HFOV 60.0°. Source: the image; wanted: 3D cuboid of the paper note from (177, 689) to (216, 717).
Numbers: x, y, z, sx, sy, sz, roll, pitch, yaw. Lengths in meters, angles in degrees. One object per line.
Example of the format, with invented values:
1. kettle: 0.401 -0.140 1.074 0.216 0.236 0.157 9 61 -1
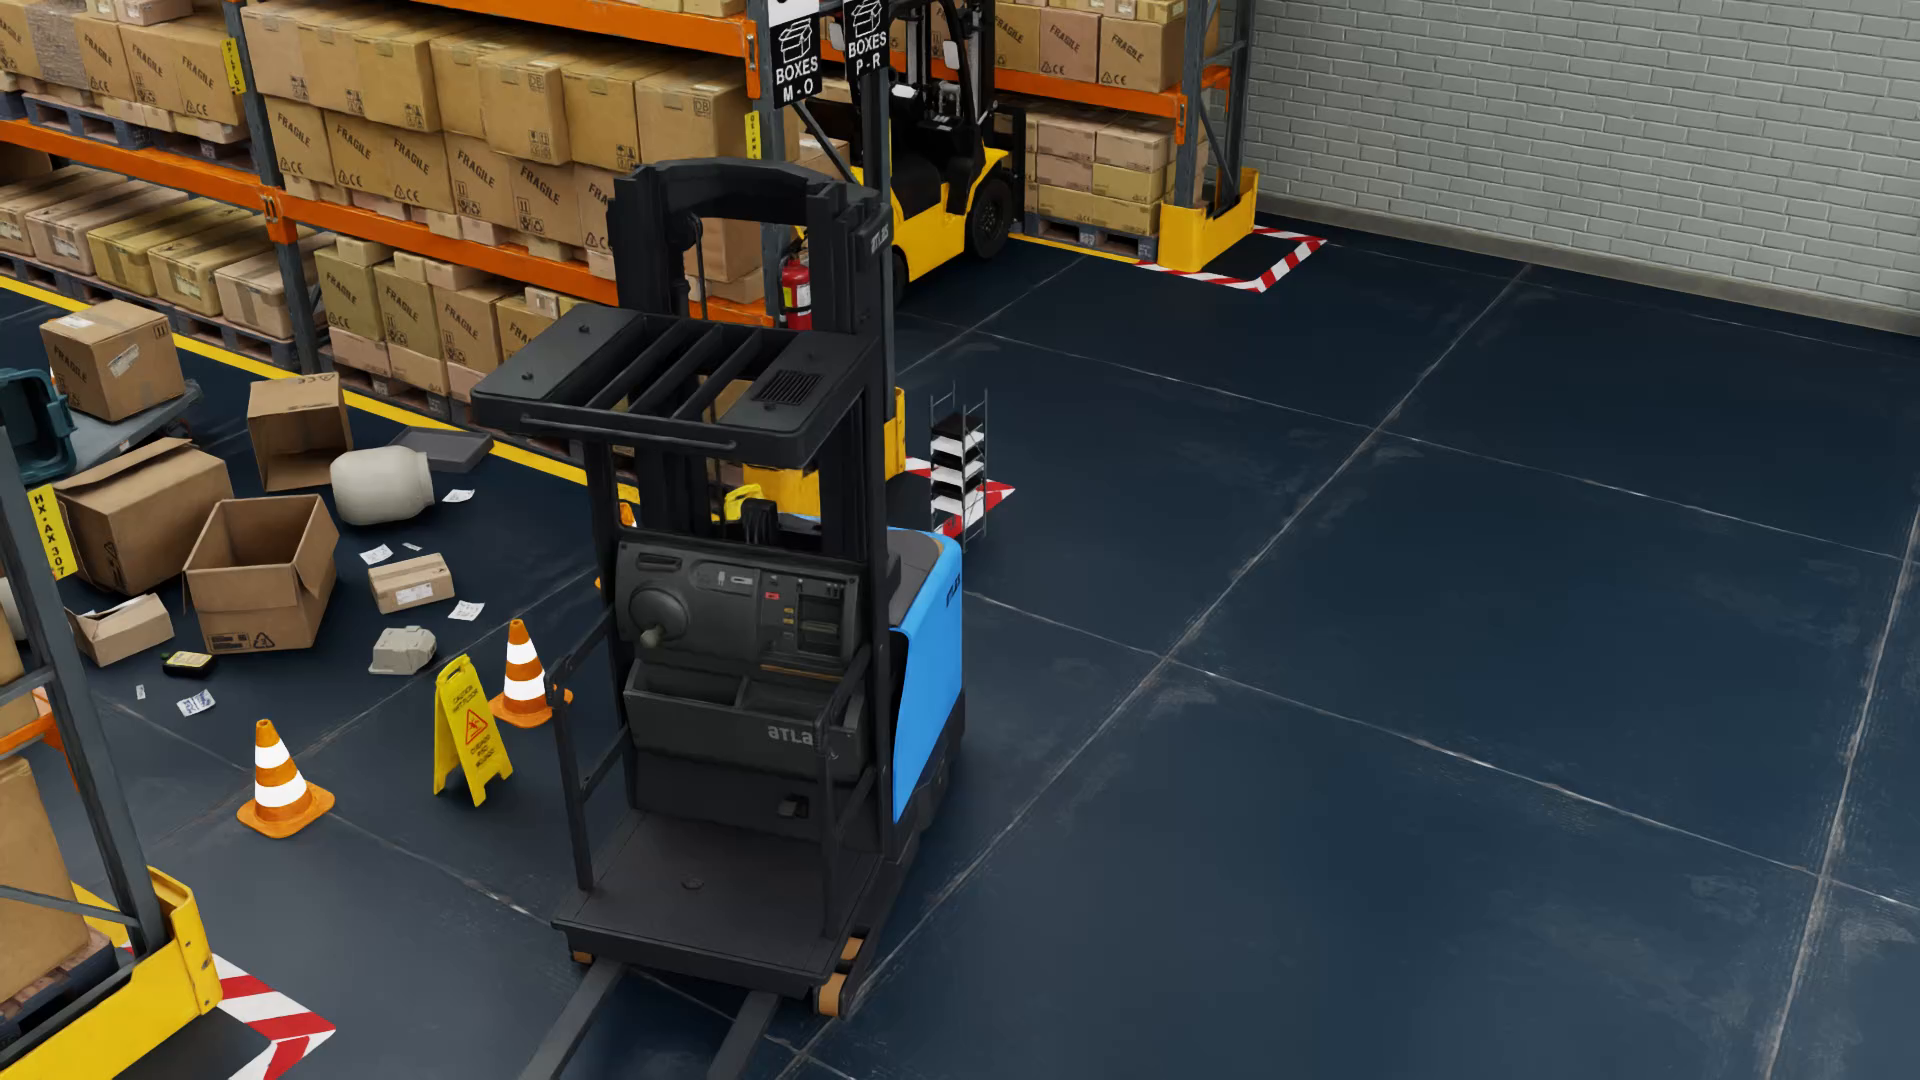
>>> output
1. paper note: -3.629 0.773 7.897 0.144 0.017 0.142 -21 36 -32

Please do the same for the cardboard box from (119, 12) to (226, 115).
1. cardboard box: -5.015 -3.099 10.775 0.500 0.500 0.500 18 35 28

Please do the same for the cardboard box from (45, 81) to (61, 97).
1. cardboard box: -6.136 -3.210 11.609 0.250 0.149 0.380 19 35 29

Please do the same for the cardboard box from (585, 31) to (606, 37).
1. cardboard box: -3.754 -4.590 16.082 0.625 0.625 0.875 19 35 29

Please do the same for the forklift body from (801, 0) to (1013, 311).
1. forklift body: -0.633 -2.999 12.256 1.214 2.155 2.313 18 35 27

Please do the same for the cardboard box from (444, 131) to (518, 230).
1. cardboard box: -2.562 -2.132 9.533 0.500 0.500 0.500 18 35 28

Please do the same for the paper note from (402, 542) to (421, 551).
1. paper note: -3.026 0.036 9.178 0.123 0.001 0.032 18 35 27

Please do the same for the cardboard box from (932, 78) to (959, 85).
1. cardboard box: -0.067 -3.813 14.130 0.500 0.250 0.500 18 35 28

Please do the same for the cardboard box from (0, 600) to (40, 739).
1. cardboard box: -3.577 0.478 5.305 0.550 0.550 0.875 18 35 27

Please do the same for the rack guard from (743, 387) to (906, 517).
1. rack guard: -0.757 -0.457 9.538 0.348 0.500 1.175 18 35 27

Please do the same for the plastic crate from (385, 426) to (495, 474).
1. plastic crate: -3.187 -0.557 10.125 0.583 0.080 0.402 6 31 10

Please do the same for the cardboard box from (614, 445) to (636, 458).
1. cardboard box: -1.955 -0.754 9.878 0.500 0.250 0.500 18 35 28

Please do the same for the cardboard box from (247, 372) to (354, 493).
1. cardboard box: -3.897 -0.642 9.852 0.500 0.500 0.500 -9 32 -15

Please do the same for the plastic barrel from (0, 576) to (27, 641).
1. plastic barrel: -4.850 0.313 8.293 0.512 0.421 0.421 -9 32 -15

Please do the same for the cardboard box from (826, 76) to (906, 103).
1. cardboard box: -0.774 -3.729 13.984 0.500 0.250 0.500 18 35 27

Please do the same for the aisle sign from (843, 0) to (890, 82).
1. aisle sign: -0.476 -2.755 8.416 0.004 0.787 0.394 18 35 27

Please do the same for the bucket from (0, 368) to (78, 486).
1. bucket: -5.286 -0.639 9.108 0.726 0.611 0.620 -21 26 -32

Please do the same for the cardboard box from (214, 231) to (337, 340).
1. cardboard box: -4.526 -1.774 11.505 0.625 0.372 0.950 18 35 28

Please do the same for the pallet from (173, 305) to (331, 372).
1. pallet: -4.741 -1.592 11.769 1.213 0.211 1.003 18 35 27

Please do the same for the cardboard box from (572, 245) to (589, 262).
1. cardboard box: -1.979 -1.700 9.437 0.250 0.149 0.380 18 35 28

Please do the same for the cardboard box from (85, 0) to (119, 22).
1. cardboard box: -5.427 -3.491 10.803 0.250 0.149 0.380 16 34 25

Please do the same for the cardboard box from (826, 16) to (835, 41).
1. cardboard box: -0.758 -4.388 13.696 0.500 0.500 0.500 18 35 28

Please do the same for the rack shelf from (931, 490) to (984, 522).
1. rack shelf: -0.007 -0.207 9.134 0.200 0.077 0.258 18 35 27

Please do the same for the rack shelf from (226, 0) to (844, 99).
1. rack shelf: -2.387 -3.037 9.217 4.000 0.370 1.077 18 35 27

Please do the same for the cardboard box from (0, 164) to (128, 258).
1. cardboard box: -6.995 -2.551 12.836 0.625 0.372 0.950 15 34 24

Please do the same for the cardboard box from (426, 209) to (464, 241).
1. cardboard box: -2.906 -1.912 9.800 0.250 0.149 0.380 18 35 28

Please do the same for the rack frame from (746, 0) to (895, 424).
1. rack frame: -0.693 -1.517 8.873 0.127 3.000 1.000 18 35 27

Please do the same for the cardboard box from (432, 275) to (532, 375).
1. cardboard box: -2.827 -1.355 10.163 0.500 0.500 0.500 20 36 30

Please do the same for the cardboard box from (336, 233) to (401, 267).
1. cardboard box: -3.651 -1.854 10.375 0.250 0.149 0.380 18 35 28

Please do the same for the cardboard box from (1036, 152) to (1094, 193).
1. cardboard box: 0.945 -2.982 13.200 0.500 0.250 0.500 17 34 27

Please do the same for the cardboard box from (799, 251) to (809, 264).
1. cardboard box: -0.870 -1.588 9.244 0.250 0.149 0.380 18 35 28

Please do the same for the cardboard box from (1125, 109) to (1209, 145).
1. cardboard box: 1.636 -3.271 13.200 0.500 0.250 0.500 17 34 27

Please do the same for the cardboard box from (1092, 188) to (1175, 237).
1. cardboard box: 1.377 -2.621 13.078 0.500 0.250 0.500 18 35 28

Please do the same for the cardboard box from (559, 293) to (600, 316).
1. cardboard box: -2.068 -1.356 9.522 0.250 0.149 0.380 18 35 28

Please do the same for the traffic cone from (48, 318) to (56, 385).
1. traffic cone: -5.875 -1.227 10.894 0.334 0.463 0.336 18 35 27

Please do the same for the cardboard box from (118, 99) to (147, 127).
1. cardboard box: -5.332 -2.880 11.042 0.250 0.149 0.380 18 35 28

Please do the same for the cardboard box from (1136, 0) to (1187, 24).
1. cardboard box: 1.500 -3.933 12.272 0.250 0.149 0.380 18 35 28

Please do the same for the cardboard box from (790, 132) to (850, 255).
1. cardboard box: -0.947 -1.934 9.193 0.500 0.500 0.500 17 34 27

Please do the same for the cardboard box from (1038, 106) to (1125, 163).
1. cardboard box: 0.951 -3.186 13.055 0.500 0.250 0.500 18 35 28

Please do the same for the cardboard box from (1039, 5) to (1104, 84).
1. cardboard box: 0.952 -3.842 12.760 0.500 0.500 0.500 19 35 29

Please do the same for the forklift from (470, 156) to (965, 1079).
1. forklift: -0.868 0.291 5.843 1.130 2.935 3.031 8 31 14

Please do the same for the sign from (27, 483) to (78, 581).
1. sign: -2.939 -0.020 5.370 0.005 0.325 0.100 18 35 27

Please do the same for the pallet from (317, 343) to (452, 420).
1. pallet: -3.493 -1.219 11.130 1.213 0.211 1.003 18 35 27

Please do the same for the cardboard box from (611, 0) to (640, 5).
1. cardboard box: -1.579 -2.818 8.377 0.250 0.149 0.380 19 35 29

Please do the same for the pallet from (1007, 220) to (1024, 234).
1. pallet: 0.244 -2.946 14.090 1.213 0.211 1.003 18 35 27

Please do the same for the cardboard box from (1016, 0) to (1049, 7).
1. cardboard box: 0.626 -4.207 12.741 0.250 0.149 0.380 16 34 26

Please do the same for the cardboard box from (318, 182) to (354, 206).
1. cardboard box: -3.743 -2.213 10.316 0.250 0.149 0.380 19 35 29

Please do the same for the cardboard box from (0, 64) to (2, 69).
1. cardboard box: -6.765 -3.657 11.731 0.500 0.500 0.500 20 35 30

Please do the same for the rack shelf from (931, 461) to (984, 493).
1. rack shelf: -0.007 -0.362 9.044 0.200 0.077 0.258 18 35 27

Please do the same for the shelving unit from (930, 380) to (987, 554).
1. shelving unit: -0.007 -0.391 9.027 0.210 0.900 0.258 18 35 27

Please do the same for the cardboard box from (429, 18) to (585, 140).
1. cardboard box: -2.502 -2.588 9.323 0.500 0.500 0.700 17 34 27
